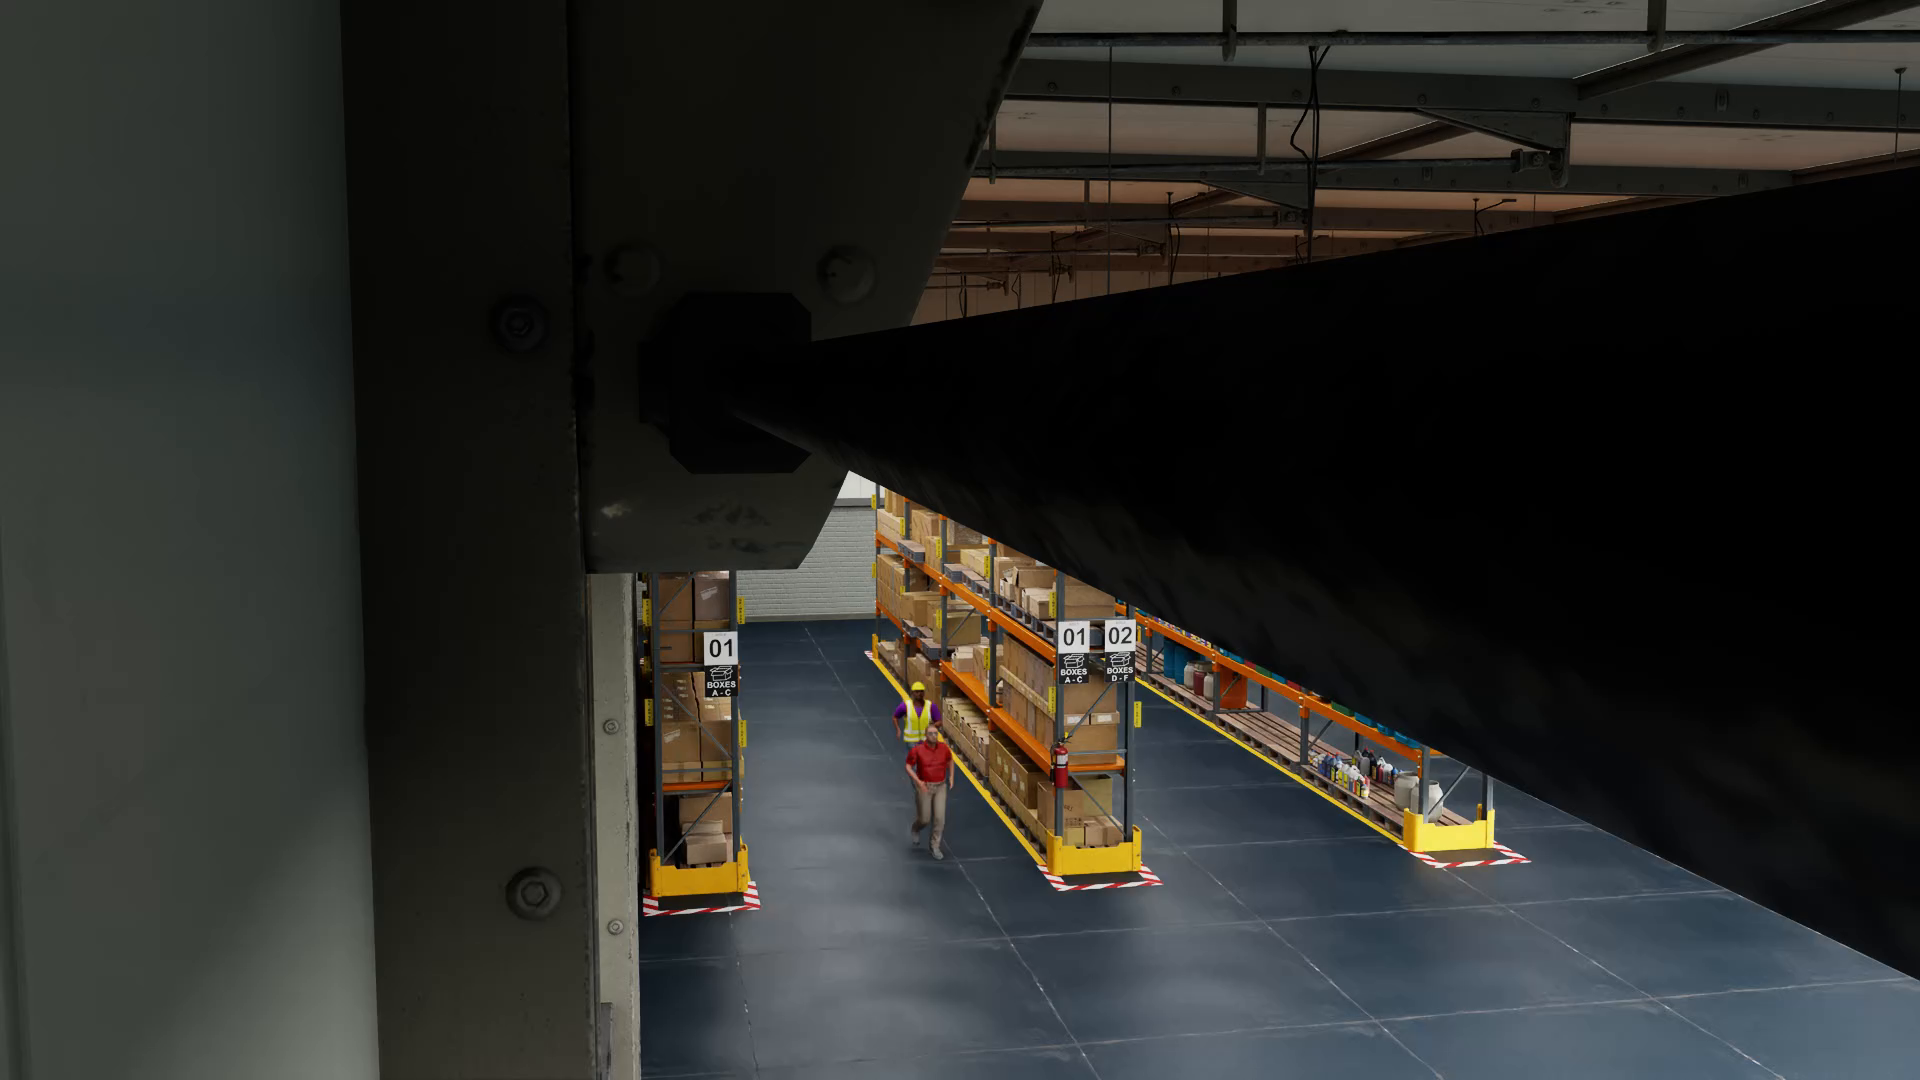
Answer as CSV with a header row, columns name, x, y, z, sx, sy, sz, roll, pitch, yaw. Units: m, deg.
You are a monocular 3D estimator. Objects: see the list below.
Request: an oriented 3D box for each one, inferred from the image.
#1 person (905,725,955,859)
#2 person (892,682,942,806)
name,x,y,z,sx,sy,sz,roll,pitch,yaw
person,-0.384,3.260,21.790,0.688,1.716,0.710,-2,6,-20
person,-0.607,2.944,24.361,0.710,1.747,0.968,-1,6,-12
